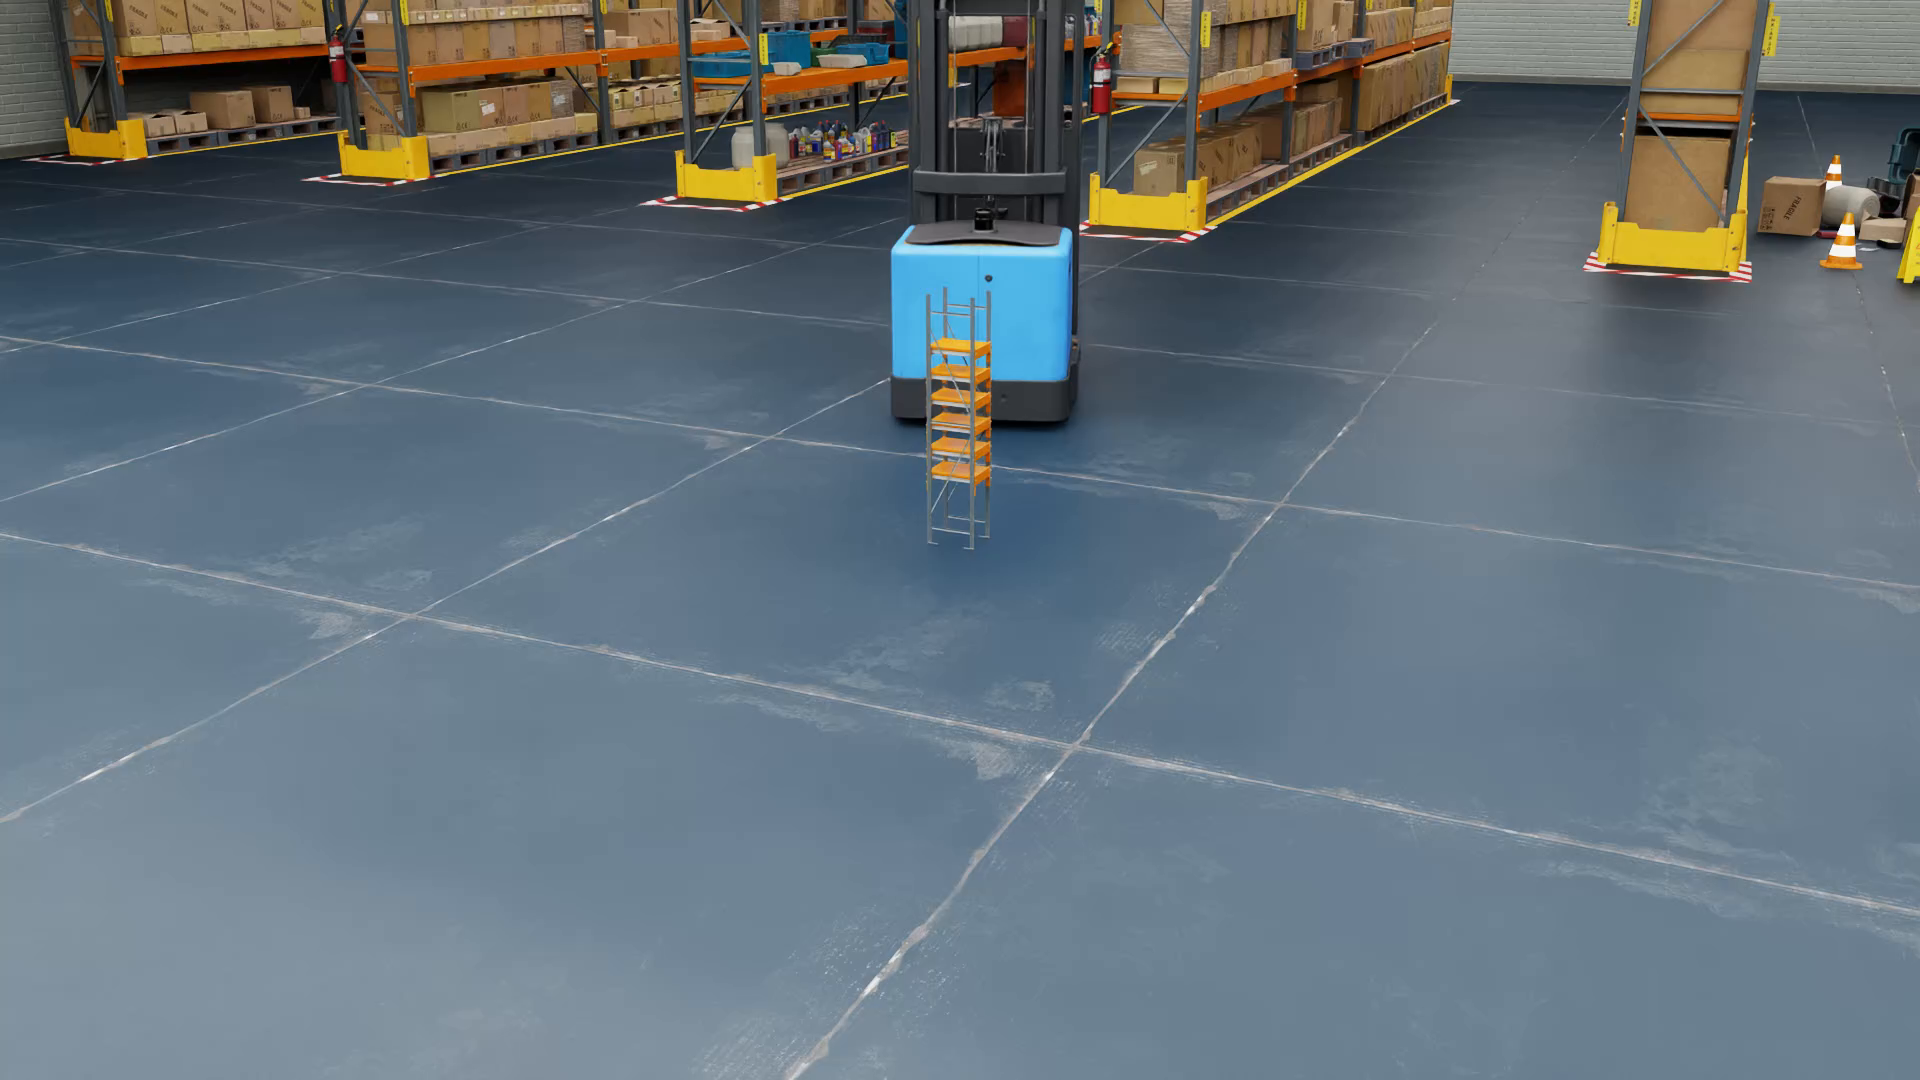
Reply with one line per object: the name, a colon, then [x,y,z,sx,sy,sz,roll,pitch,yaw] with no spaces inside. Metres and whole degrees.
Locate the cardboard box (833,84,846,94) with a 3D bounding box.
cardboard box: [-2.394,-8.329,29.986,0.500,0.500,0.500,9,21,23]

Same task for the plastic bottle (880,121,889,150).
plastic bottle: [-1.002,-5.236,21.512,0.144,0.351,0.185,8,21,21]

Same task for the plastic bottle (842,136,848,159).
plastic bottle: [-1.431,-4.859,20.571,0.097,0.271,0.097,0,20,0]

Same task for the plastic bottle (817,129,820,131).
plastic bottle: [-1.814,-5.137,21.353,0.097,0.271,0.097,0,20,0]

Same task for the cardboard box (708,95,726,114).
cardboard box: [-4.082,-6.967,26.559,0.500,0.250,0.500,8,21,22]

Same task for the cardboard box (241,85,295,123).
cardboard box: [-10.428,-6.579,25.067,0.500,0.500,0.500,7,21,19]

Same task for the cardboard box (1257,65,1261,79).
cardboard box: [3.140,-5.234,18.584,0.380,0.149,0.250,9,21,23]

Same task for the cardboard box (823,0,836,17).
cardboard box: [-2.641,-9.770,30.190,0.700,0.500,0.500,2,20,4]

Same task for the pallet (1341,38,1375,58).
pallet: [4.960,-6.734,22.712,1.213,0.211,1.003,9,21,23]

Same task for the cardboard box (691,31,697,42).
cardboard box: [-4.352,-7.901,26.083,0.380,0.149,0.250,10,22,27]

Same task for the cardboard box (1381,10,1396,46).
cardboard box: [6.225,-7.682,24.945,0.500,0.500,0.500,9,21,23]

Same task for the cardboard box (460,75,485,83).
cardboard box: [-8.649,-7.898,28.773,0.700,0.500,0.500,9,21,23]

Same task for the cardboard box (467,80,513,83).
cardboard box: [-6.404,-6.045,22.848,0.500,0.500,0.500,9,21,23]

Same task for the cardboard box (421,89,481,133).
cardboard box: [-6.531,-5.513,21.353,0.500,0.500,0.500,9,21,23]

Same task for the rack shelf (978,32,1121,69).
rack shelf: [1.455,-8.008,27.085,1.077,0.370,4.000,9,21,23]

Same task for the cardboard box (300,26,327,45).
cardboard box: [-9.957,-7.625,25.127,0.500,0.250,0.500,9,21,23]

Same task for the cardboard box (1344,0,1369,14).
cardboard box: [5.469,-7.797,23.771,0.797,0.503,0.637,9,22,25]

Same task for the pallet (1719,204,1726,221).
pallet: [7.120,-3.212,16.686,1.003,0.211,1.213,9,21,23]

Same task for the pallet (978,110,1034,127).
pallet: [0.921,-6.669,26.406,1.003,0.211,1.213,9,21,23]

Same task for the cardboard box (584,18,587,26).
cardboard box: [-7.204,-9.685,31.069,0.380,0.149,0.250,8,21,21]

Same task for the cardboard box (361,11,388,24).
cardboard box: [-7.174,-6.467,20.559,0.380,0.149,0.250,8,21,22]

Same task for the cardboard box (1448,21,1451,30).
cardboard box: [8.586,-9.230,29.819,0.380,0.149,0.250,9,21,24]

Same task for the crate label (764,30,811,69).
crate label: [-2.133,-5.907,20.049,0.502,0.435,0.616,9,21,23]

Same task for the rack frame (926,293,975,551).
rack frame: [-0.043,-0.533,7.677,0.240,1.200,0.006,9,21,23]

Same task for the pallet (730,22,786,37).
pallet: [-3.667,-8.543,27.801,1.213,0.211,1.003,9,21,23]

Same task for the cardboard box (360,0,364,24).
cardboard box: [-9.565,-8.448,26.440,0.700,0.500,0.500,11,22,28]

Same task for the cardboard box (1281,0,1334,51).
cardboard box: [3.970,-6.538,20.354,1.000,1.000,1.000,9,21,23]

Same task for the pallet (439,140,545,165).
pallet: [-6.381,-5.269,22.468,1.003,0.211,1.213,9,21,23]

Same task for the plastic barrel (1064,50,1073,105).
plastic barrel: [1.746,-7.788,27.895,0.600,0.901,0.708,9,21,23]

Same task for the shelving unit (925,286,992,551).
shelving unit: [-0.006,-0.561,7.755,0.258,1.200,0.189,9,21,23]

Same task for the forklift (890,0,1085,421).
forklift: [0.243,-2.522,10.686,1.130,2.935,3.031,2,20,5]

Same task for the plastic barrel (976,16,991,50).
plastic barrel: [0.238,-7.316,23.897,0.421,0.512,0.421,0,20,0]

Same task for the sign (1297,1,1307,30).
sign: [4.015,-6.169,19.548,0.100,0.325,0.005,9,21,23]

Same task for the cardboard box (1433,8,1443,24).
cardboard box: [8.058,-9.076,28.793,0.500,0.250,0.500,8,21,21]

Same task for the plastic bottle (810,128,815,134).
plastic bottle: [-1.894,-5.148,21.366,0.061,0.283,0.133,10,22,25]

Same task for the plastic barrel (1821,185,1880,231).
plastic barrel: [8.936,-3.351,16.760,0.421,0.421,0.512,-9,22,-24]

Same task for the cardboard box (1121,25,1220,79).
cardboard box: [2.129,-4.962,16.853,0.875,0.500,0.500,9,21,23]

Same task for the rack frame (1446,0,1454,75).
rack frame: [8.431,-9.502,30.211,1.000,3.000,0.127,9,21,23]

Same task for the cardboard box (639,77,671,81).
cardboard box: [-4.782,-7.146,26.226,0.500,0.311,0.500,8,21,21]

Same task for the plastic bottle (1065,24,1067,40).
plastic bottle: [1.654,-8.148,26.596,0.097,0.271,0.097,0,20,0]

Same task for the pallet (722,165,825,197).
pallet: [-2.314,-4.254,19.615,1.003,0.211,1.213,9,21,23]

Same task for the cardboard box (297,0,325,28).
cardboard box: [-9.951,-7.978,24.999,0.500,0.500,0.500,8,21,23]

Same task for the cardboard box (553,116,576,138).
cardboard box: [-5.723,-5.773,23.202,0.500,0.250,0.500,9,21,23]

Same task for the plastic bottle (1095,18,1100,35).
plastic bottle: [2.258,-8.624,27.926,0.152,0.276,0.135,9,21,23]

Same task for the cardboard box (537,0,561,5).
cardboard box: [-5.901,-7.561,22.668,0.700,0.500,0.500,8,21,23]

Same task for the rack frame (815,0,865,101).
rack frame: [-2.243,-9.640,30.598,1.000,3.000,0.127,9,21,23]

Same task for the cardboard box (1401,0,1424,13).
cardboard box: [7.222,-8.813,26.935,0.500,0.500,0.500,9,21,23]

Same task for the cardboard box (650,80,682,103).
cardboard box: [-4.494,-6.923,25.598,0.500,0.311,0.500,9,22,24]

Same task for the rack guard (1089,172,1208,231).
rack guard: [1.910,-3.456,16.942,1.175,0.500,0.348,9,21,23]

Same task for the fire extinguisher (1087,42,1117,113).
fire extinguisher: [1.412,-4.603,16.550,0.296,0.674,0.183,9,21,23]

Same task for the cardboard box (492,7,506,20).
cardboard box: [-6.170,-6.884,21.732,0.380,0.149,0.250,9,21,23]

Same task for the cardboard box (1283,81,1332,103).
cardboard box: [4.700,-6.067,22.506,0.500,0.250,0.500,11,22,29]

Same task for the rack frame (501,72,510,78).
rack frame: [-8.402,-9.095,29.067,1.000,3.000,0.127,9,21,23]

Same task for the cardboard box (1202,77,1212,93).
cardboard box: [2.333,-4.621,16.860,0.380,0.149,0.250,9,21,23]

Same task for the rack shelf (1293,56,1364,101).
rack shelf: [4.336,-6.106,21.735,1.077,0.370,4.000,9,21,23]

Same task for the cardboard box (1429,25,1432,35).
cardboard box: [7.748,-8.602,28.055,0.380,0.149,0.250,9,21,23]

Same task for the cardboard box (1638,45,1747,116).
cardboard box: [6.473,-4.090,14.768,0.875,0.550,0.550,9,21,23]

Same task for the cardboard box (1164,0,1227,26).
cardboard box: [2.353,-5.400,16.591,0.500,0.500,0.500,9,21,23]
